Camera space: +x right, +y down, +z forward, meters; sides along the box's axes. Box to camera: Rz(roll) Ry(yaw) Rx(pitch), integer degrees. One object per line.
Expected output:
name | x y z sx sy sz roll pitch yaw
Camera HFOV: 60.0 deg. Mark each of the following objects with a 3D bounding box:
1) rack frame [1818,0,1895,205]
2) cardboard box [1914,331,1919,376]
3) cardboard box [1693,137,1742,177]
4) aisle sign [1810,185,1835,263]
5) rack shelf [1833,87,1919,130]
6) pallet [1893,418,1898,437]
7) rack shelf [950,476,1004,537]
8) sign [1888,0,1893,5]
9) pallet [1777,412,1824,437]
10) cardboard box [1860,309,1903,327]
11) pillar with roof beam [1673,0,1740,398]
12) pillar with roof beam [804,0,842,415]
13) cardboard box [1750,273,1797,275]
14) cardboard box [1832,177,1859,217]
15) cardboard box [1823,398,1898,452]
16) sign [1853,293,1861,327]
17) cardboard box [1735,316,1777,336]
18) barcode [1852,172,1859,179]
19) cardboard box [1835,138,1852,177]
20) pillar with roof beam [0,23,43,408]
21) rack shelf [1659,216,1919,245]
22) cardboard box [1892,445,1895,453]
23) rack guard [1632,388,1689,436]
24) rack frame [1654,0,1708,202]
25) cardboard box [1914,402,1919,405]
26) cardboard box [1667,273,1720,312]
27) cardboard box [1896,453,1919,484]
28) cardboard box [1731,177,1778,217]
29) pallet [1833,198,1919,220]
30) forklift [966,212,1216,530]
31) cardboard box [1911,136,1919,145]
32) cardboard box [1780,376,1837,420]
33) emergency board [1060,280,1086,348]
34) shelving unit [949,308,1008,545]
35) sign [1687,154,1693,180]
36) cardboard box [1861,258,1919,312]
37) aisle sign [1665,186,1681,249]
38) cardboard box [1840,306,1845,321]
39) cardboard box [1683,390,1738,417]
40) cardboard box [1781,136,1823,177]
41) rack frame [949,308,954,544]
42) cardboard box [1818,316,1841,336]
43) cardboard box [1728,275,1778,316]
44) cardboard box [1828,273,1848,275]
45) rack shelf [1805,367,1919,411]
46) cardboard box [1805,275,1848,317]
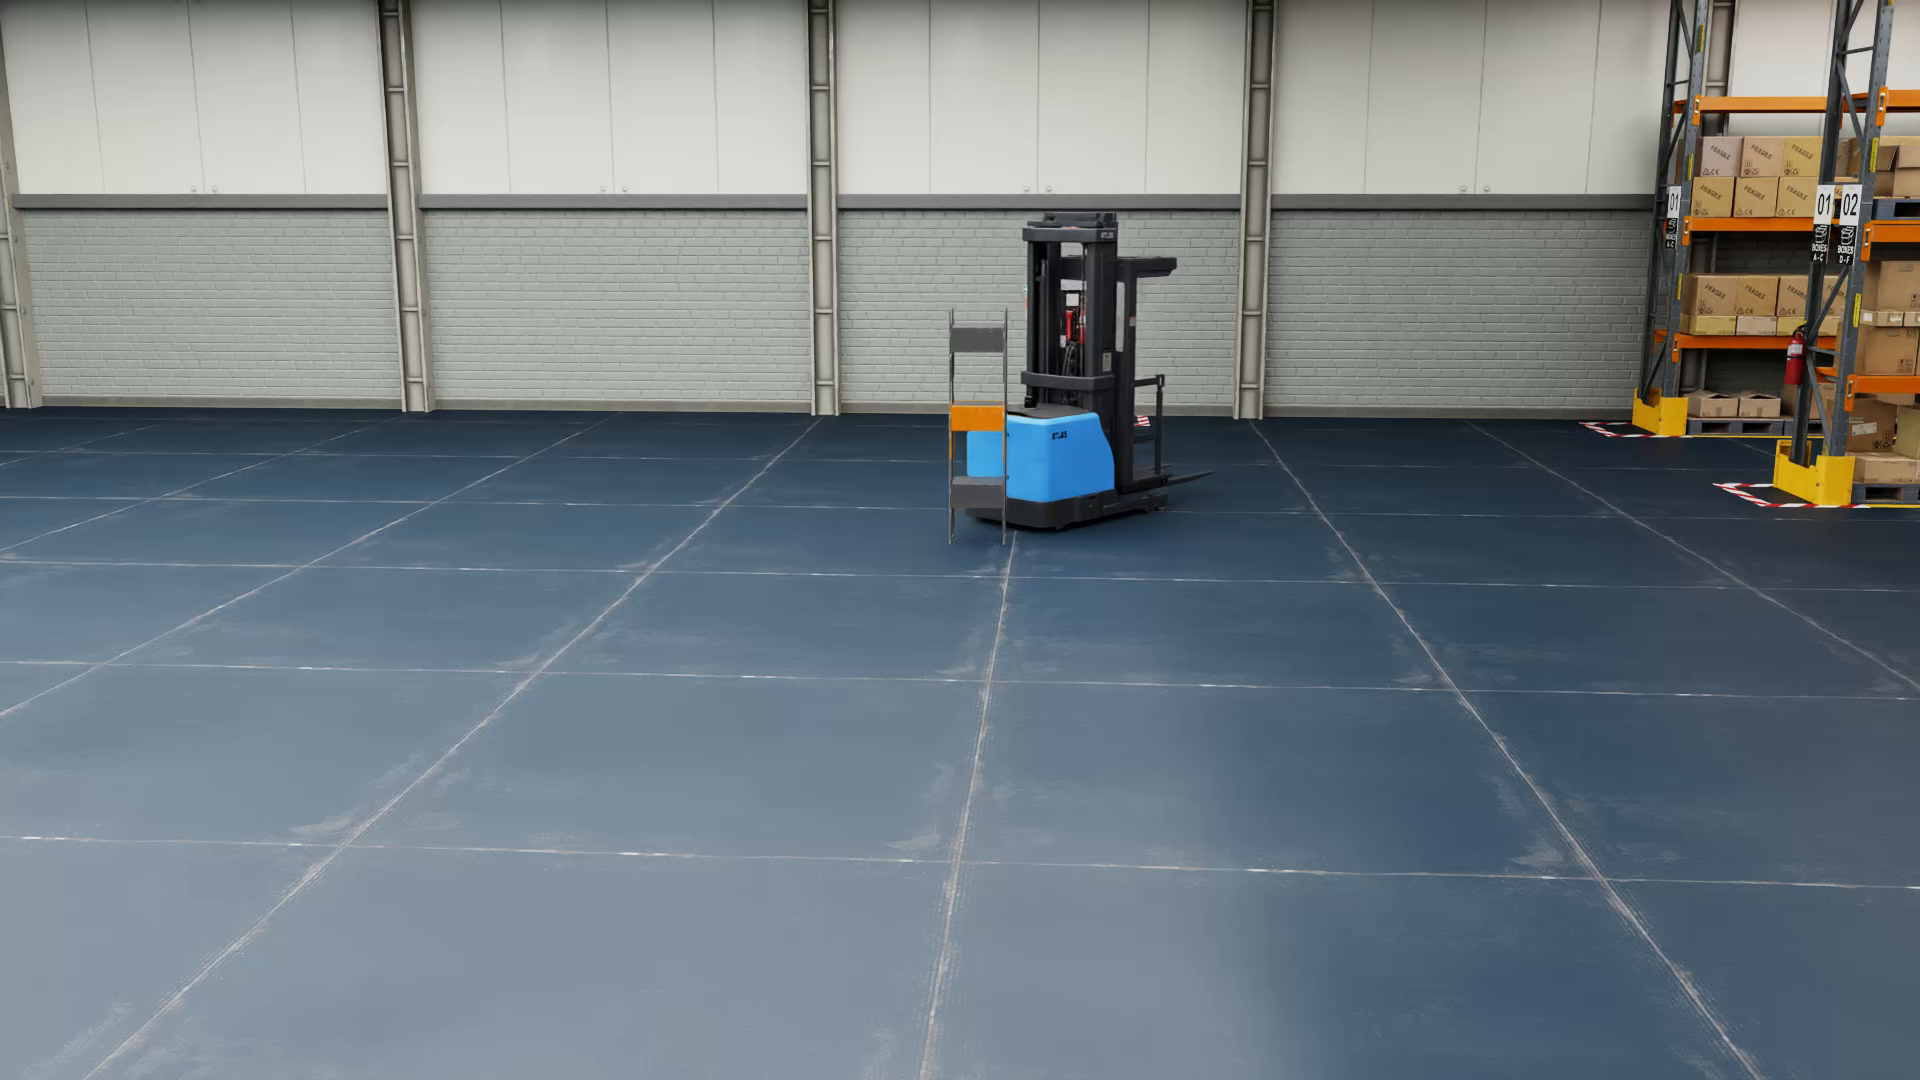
rack frame | 8.971 -4.875 16.577 0.127 3.000 1.000 1 12 4
cardboard box | 9.960 -1.972 17.108 0.500 0.500 0.700 1 12 5
cardboard box | 9.667 -4.912 21.345 0.500 0.500 0.500 0 12 0
aisle sign | 8.925 -3.272 17.216 0.004 0.787 0.394 1 12 4
rack shelf | 10.967 -4.300 16.560 4.000 0.370 1.077 1 12 4
pallet | 12.617 -1.533 22.062 1.213 0.211 1.003 1 12 4
rack shelf | 0.165 -0.327 15.170 0.480 0.518 0.431 1 12 4
sign | 8.928 -5.296 15.923 0.005 0.325 0.100 1 12 4
pallet | 11.397 -1.549 22.140 1.213 0.211 1.003 1 12 4
cardboard box | 9.348 -2.256 16.878 0.250 0.149 0.380 1 12 3
pillar with roof beam | 9.767 -5.175 18.009 0.400 9.000 9.100 1 12 4
pillar with roof beam | -2.206 -5.339 18.794 0.400 9.000 9.100 1 12 4
cardboard box | 10.801 -3.276 22.070 0.500 0.500 0.500 0 12 2
cardboard box | 11.203 -4.398 21.329 0.500 0.500 0.500 2 12 7
cardboard box | 9.526 -1.219 17.608 0.500 0.500 0.500 1 12 4
sign | 8.928 -2.288 16.553 0.005 0.325 0.100 1 12 4
cardboard box | 10.283 -2.811 21.680 0.500 0.250 0.500 0 12 2
barcode | 9.305 -3.785 17.276 0.075 0.075 0.001 1 12 4
cardboard box | 11.283 -4.989 21.715 0.500 0.500 0.500 1 12 4
pillar with roof beam | -14.179 -5.503 19.579 0.400 9.000 9.100 1 12 4
rack shelf | 11.294 -4.039 21.665 4.000 0.370 1.077 1 12 4
cardboard box | 10.026 -0.847 17.662 0.500 0.250 0.500 1 12 4
rack guard | 9.374 -1.726 22.280 0.348 0.500 1.175 1 12 4
rack frame | 9.298 -5.887 21.415 0.127 3.000 1.000 1 12 4
cardboard box | 12.754 -1.726 22.018 0.250 0.166 0.380 -1 12 -4
cardboard box | 9.783 -3.291 22.142 0.500 0.500 0.500 1 12 3
cardboard box | 9.991 -0.739 17.148 0.500 0.250 0.500 1 12 4
cardboard box | 10.149 -4.407 21.374 0.500 0.500 0.500 2 12 8
pallet | 9.675 -3.348 16.821 1.213 0.211 1.003 1 12 4
forklift | 1.434 -1.766 16.536 1.130 2.935 3.031 11 16 42
cardboard box | 12.221 -4.869 21.139 0.500 0.500 0.500 1 12 7
cardboard box | 11.280 -1.886 21.973 0.500 0.500 0.700 0 12 0
emergency board | 1.605 -3.241 23.419 0.643 1.169 0.194 1 12 4
shelving unit | 0.165 -1.025 15.024 0.503 2.100 0.431 1 12 4
sign | 9.262 -4.736 21.103 0.005 0.325 0.100 1 12 4
cardboard box | 9.489 -2.613 17.001 0.500 0.500 0.700 1 12 4
aisle sign | 9.207 -4.163 21.475 0.004 0.787 0.394 1 12 4
cardboard box | 9.365 -2.339 17.275 0.250 0.149 0.380 1 12 3
cardboard box | 9.983 -1.822 22.126 0.500 0.311 0.500 -1 12 -3
cardboard box | 10.676 -4.890 21.240 0.500 0.500 0.500 1 12 5
rack frame | -0.078 -1.029 15.040 0.015 2.100 0.400 1 12 4
cardboard box | 11.295 -2.796 21.606 0.500 0.250 0.500 1 12 4
cardboard box | 10.247 -3.177 21.599 0.500 0.500 0.500 1 12 4
cardboard box | 11.822 -3.264 22.014 0.500 0.500 0.500 1 12 5
rack shelf | 10.967 -1.559 17.134 4.000 0.370 1.077 1 12 4
cardboard box | 11.278 -3.164 21.537 0.500 0.500 0.500 1 12 6
